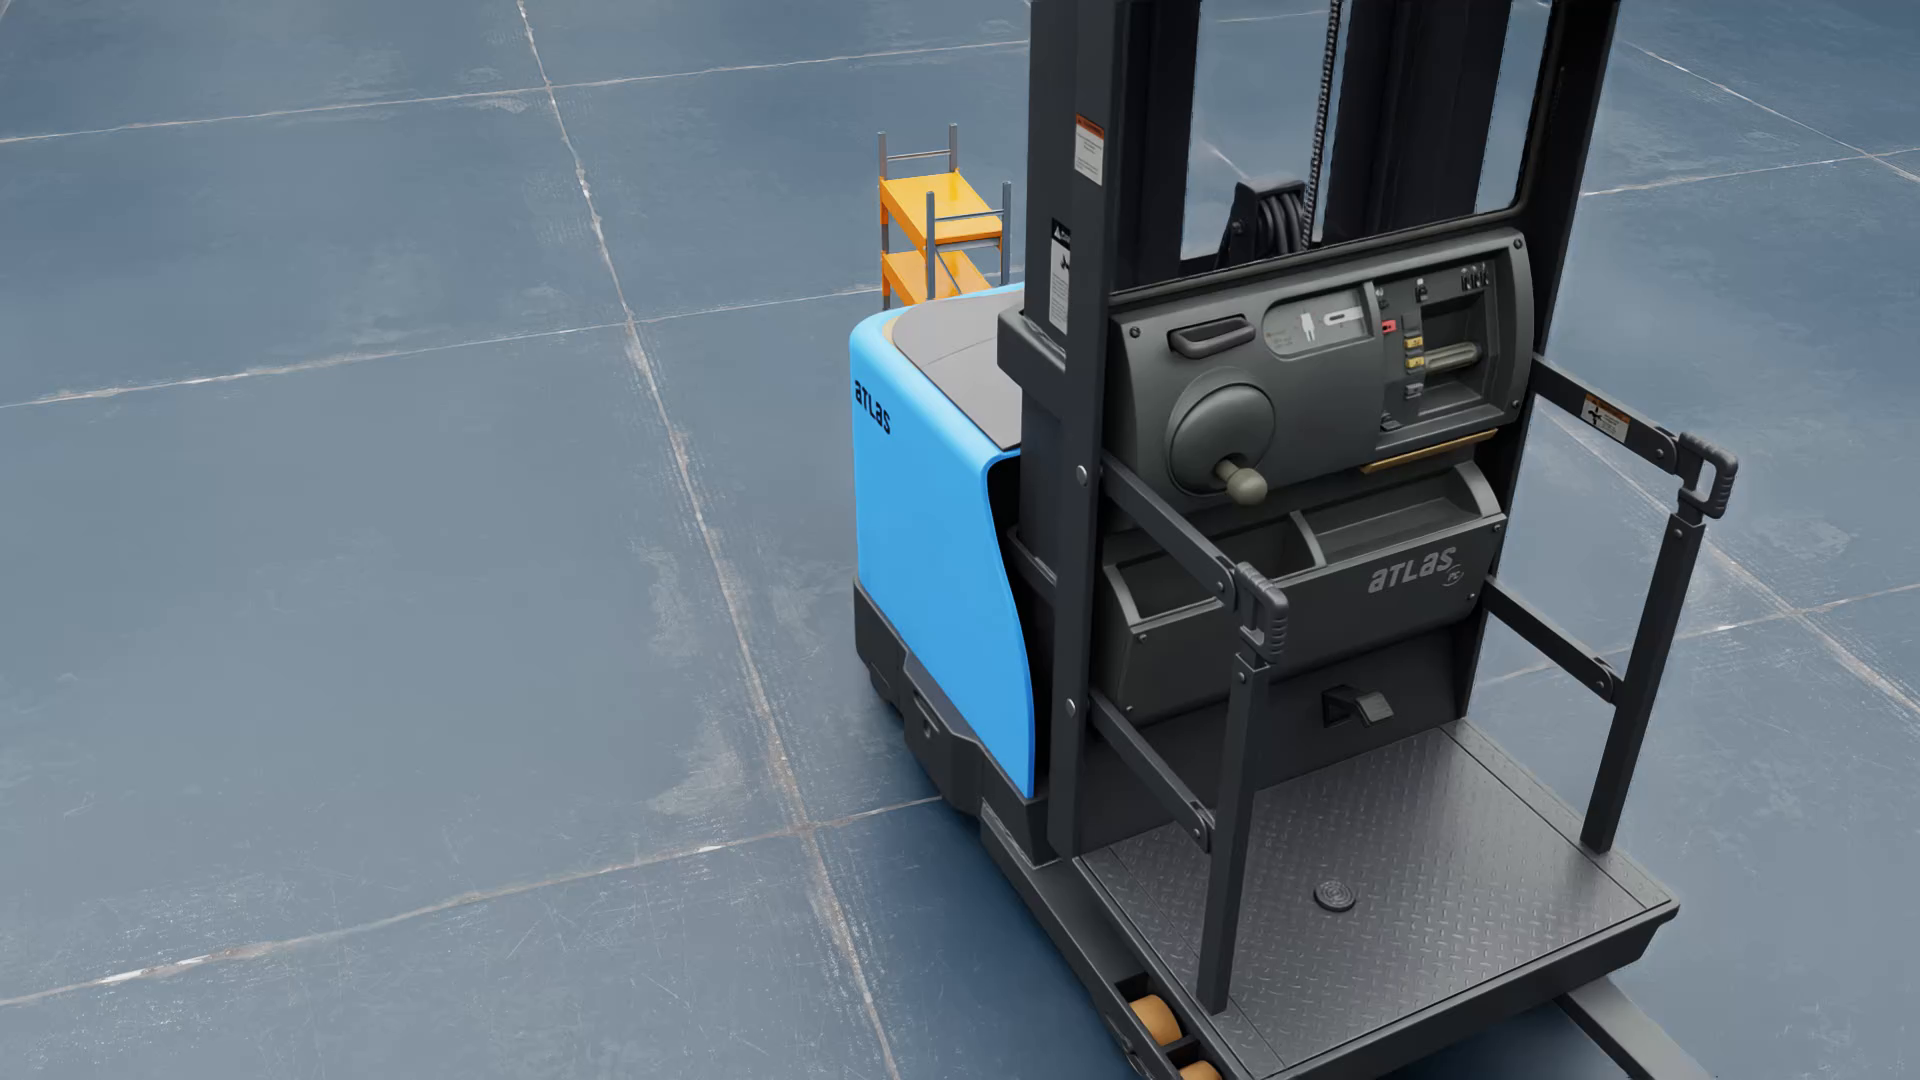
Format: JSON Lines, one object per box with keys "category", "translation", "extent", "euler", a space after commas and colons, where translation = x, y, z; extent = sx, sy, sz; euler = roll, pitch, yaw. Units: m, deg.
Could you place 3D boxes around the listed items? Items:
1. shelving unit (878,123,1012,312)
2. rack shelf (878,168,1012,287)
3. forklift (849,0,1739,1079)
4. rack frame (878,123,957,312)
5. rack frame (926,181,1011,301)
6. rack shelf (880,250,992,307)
{"category": "shelving unit", "translation": [-0.050, -0.587, 5.051], "extent": [0.258, 1.200, 0.503], "euler": [-10, 35, -15]}
{"category": "rack shelf", "translation": [-0.050, -0.915, 4.834], "extent": [0.258, 0.148, 0.480], "euler": [-10, 35, -15]}
{"category": "forklift", "translation": [0.812, -0.273, 3.004], "extent": [1.130, 2.935, 3.031], "euler": [-15, 36, -22]}
{"category": "rack frame", "translation": [-0.125, -0.716, 5.245], "extent": [0.240, 1.200, 0.015], "euler": [-10, 35, -15]}
{"category": "rack frame", "translation": [0.024, -0.459, 4.857], "extent": [0.240, 1.200, 0.015], "euler": [-10, 35, -15]}
{"category": "rack shelf", "translation": [-0.050, -0.718, 4.965], "extent": [0.258, 0.148, 0.480], "euler": [-10, 35, -15]}
